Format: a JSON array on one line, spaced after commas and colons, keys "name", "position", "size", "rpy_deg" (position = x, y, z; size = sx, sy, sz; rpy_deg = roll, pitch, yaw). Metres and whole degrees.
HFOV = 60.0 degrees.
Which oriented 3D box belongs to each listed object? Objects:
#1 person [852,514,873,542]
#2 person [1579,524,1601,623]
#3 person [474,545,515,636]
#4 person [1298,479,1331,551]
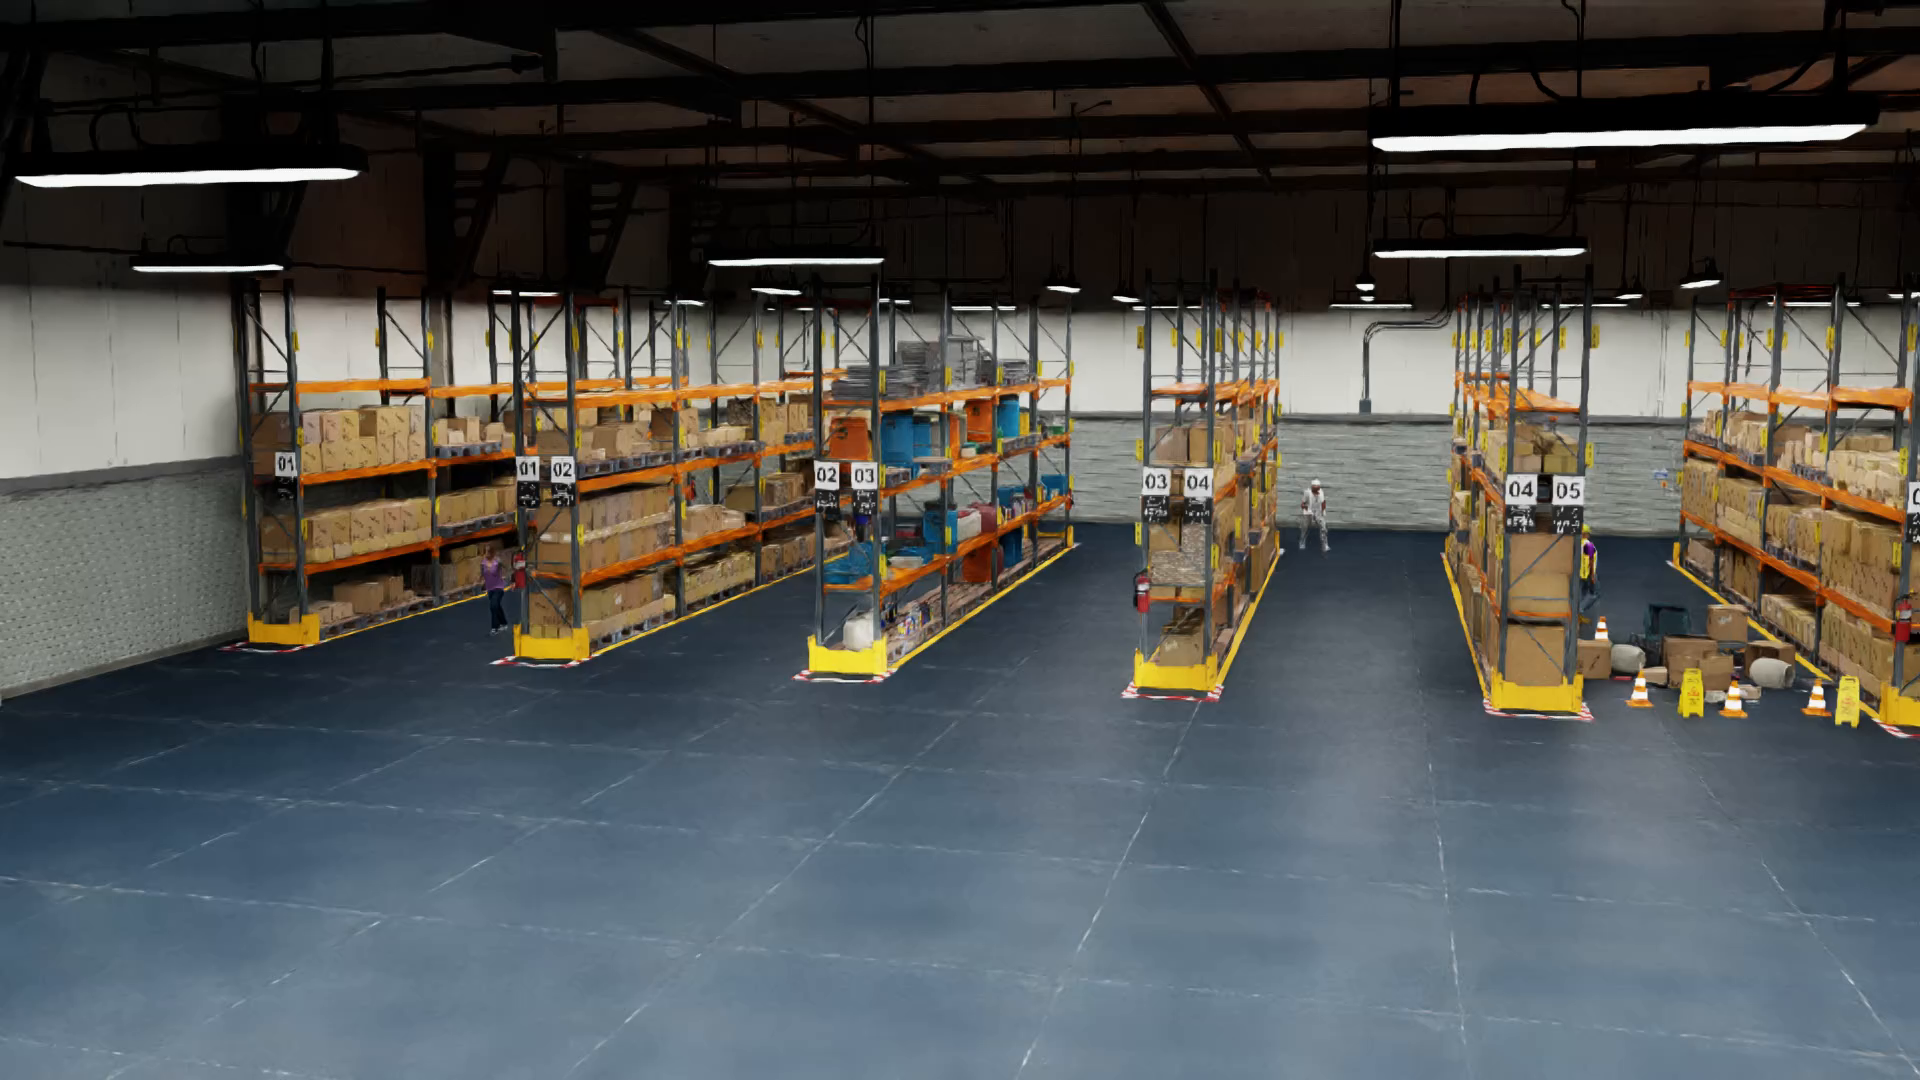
[{"name": "person", "position": [-2.211, -0.274, 37.362], "size": [0.451, 1.572, 1.088], "rpy_deg": [2, 7, 12]}, {"name": "person", "position": [11.059, 0.597, 29.472], "size": [0.456, 1.763, 0.610], "rpy_deg": [-2, 7, -13]}, {"name": "person", "position": [-7.970, 0.833, 28.494], "size": [0.562, 1.530, 0.815], "rpy_deg": [2, 7, 20]}, {"name": "person", "position": [8.434, -0.611, 39.654], "size": [0.703, 1.717, 0.809], "rpy_deg": [-1, 7, -6]}]
